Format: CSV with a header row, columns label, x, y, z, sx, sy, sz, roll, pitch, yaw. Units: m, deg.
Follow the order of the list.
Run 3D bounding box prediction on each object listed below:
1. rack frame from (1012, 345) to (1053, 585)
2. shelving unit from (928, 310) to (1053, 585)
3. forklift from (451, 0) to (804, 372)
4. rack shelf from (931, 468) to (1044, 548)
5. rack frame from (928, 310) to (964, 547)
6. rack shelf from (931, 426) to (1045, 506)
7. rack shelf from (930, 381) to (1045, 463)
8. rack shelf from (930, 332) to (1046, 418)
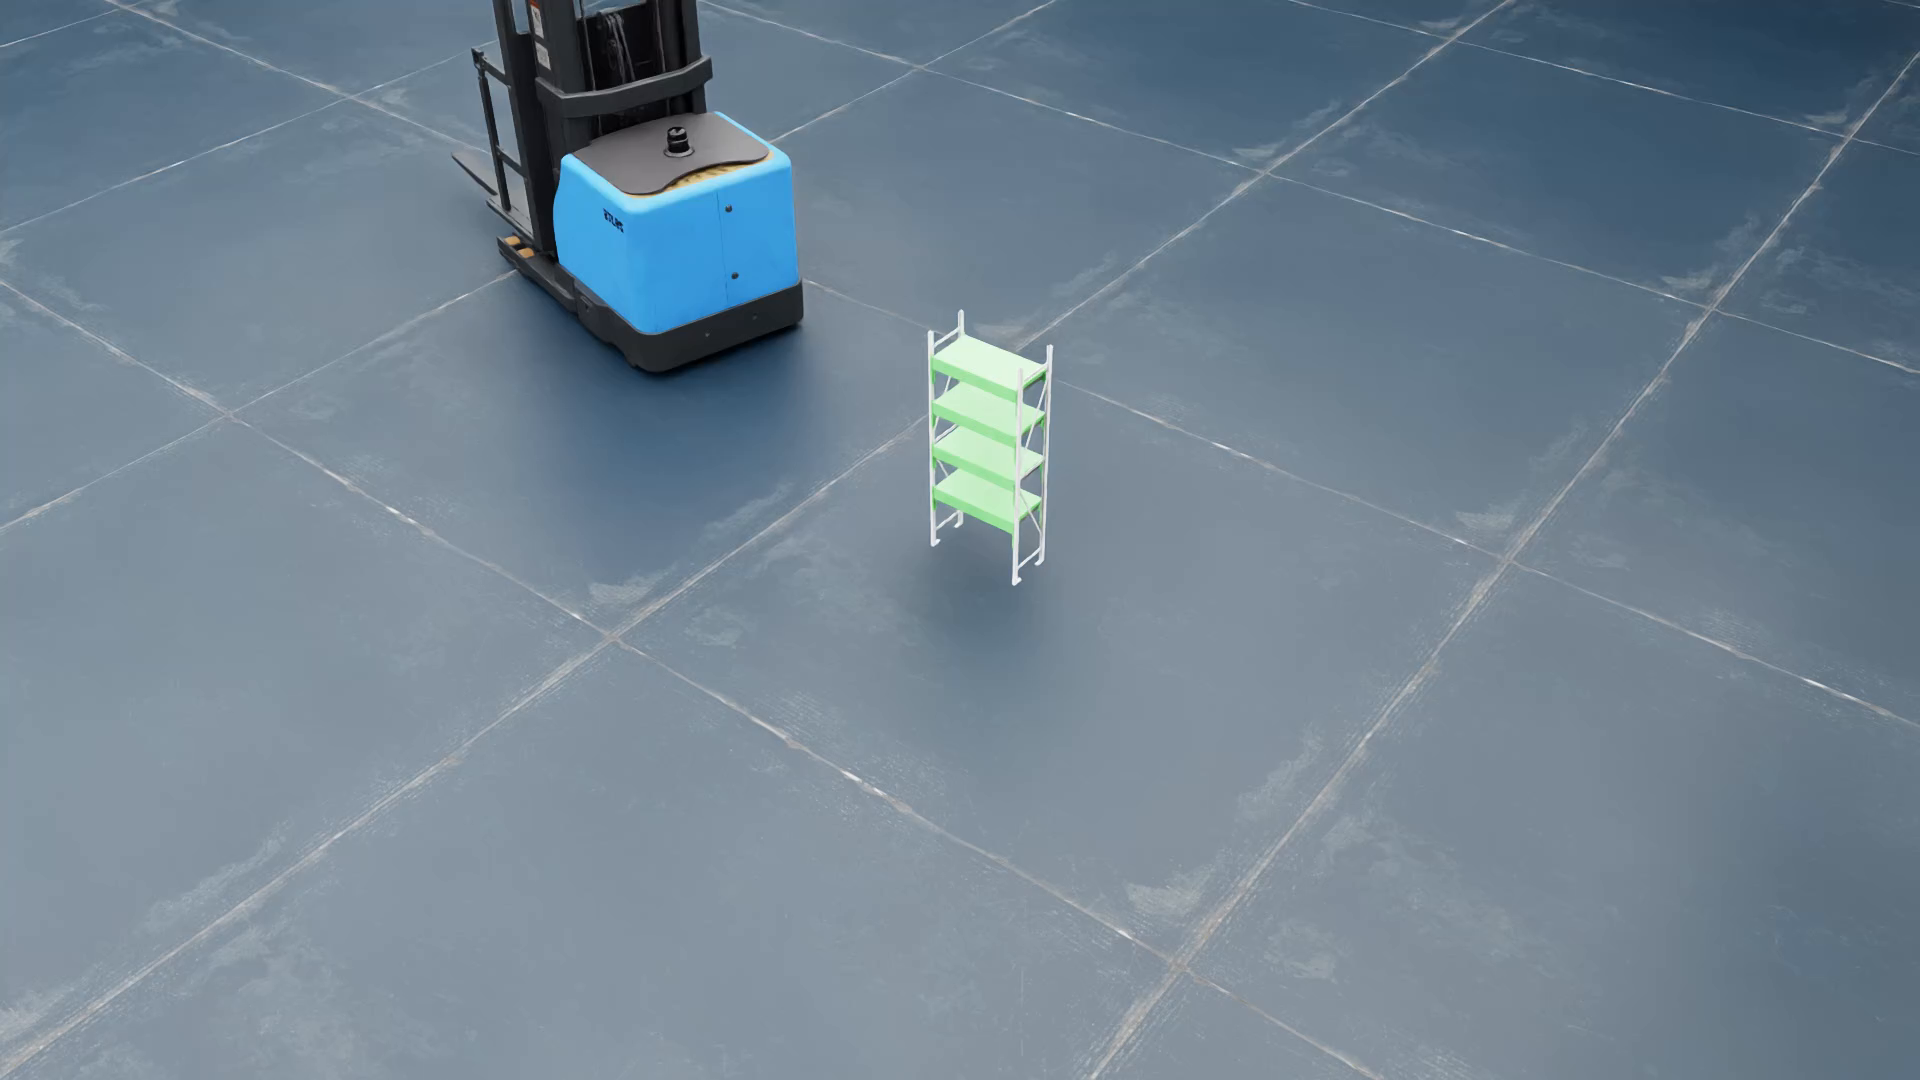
label,x,y,z,sx,sy,sz,roll,pitch,yaw
rack frame,0.325,-0.319,7.545,0.015,1.200,0.240,25,45,29
shelving unit,0.131,-0.410,7.662,0.503,1.200,0.258,25,45,29
forklift,-2.197,-2.936,9.483,1.130,2.935,3.031,-25,45,-28
rack shelf,0.131,-0.171,7.849,0.480,0.148,0.258,25,45,29
rack frame,-0.062,-0.502,7.778,0.015,1.200,0.240,25,45,29
rack shelf,0.131,-0.360,7.701,0.480,0.148,0.258,25,45,29
rack shelf,0.131,-0.549,7.553,0.480,0.148,0.258,25,45,29
rack shelf,0.131,-0.738,7.405,0.480,0.148,0.258,25,45,29
